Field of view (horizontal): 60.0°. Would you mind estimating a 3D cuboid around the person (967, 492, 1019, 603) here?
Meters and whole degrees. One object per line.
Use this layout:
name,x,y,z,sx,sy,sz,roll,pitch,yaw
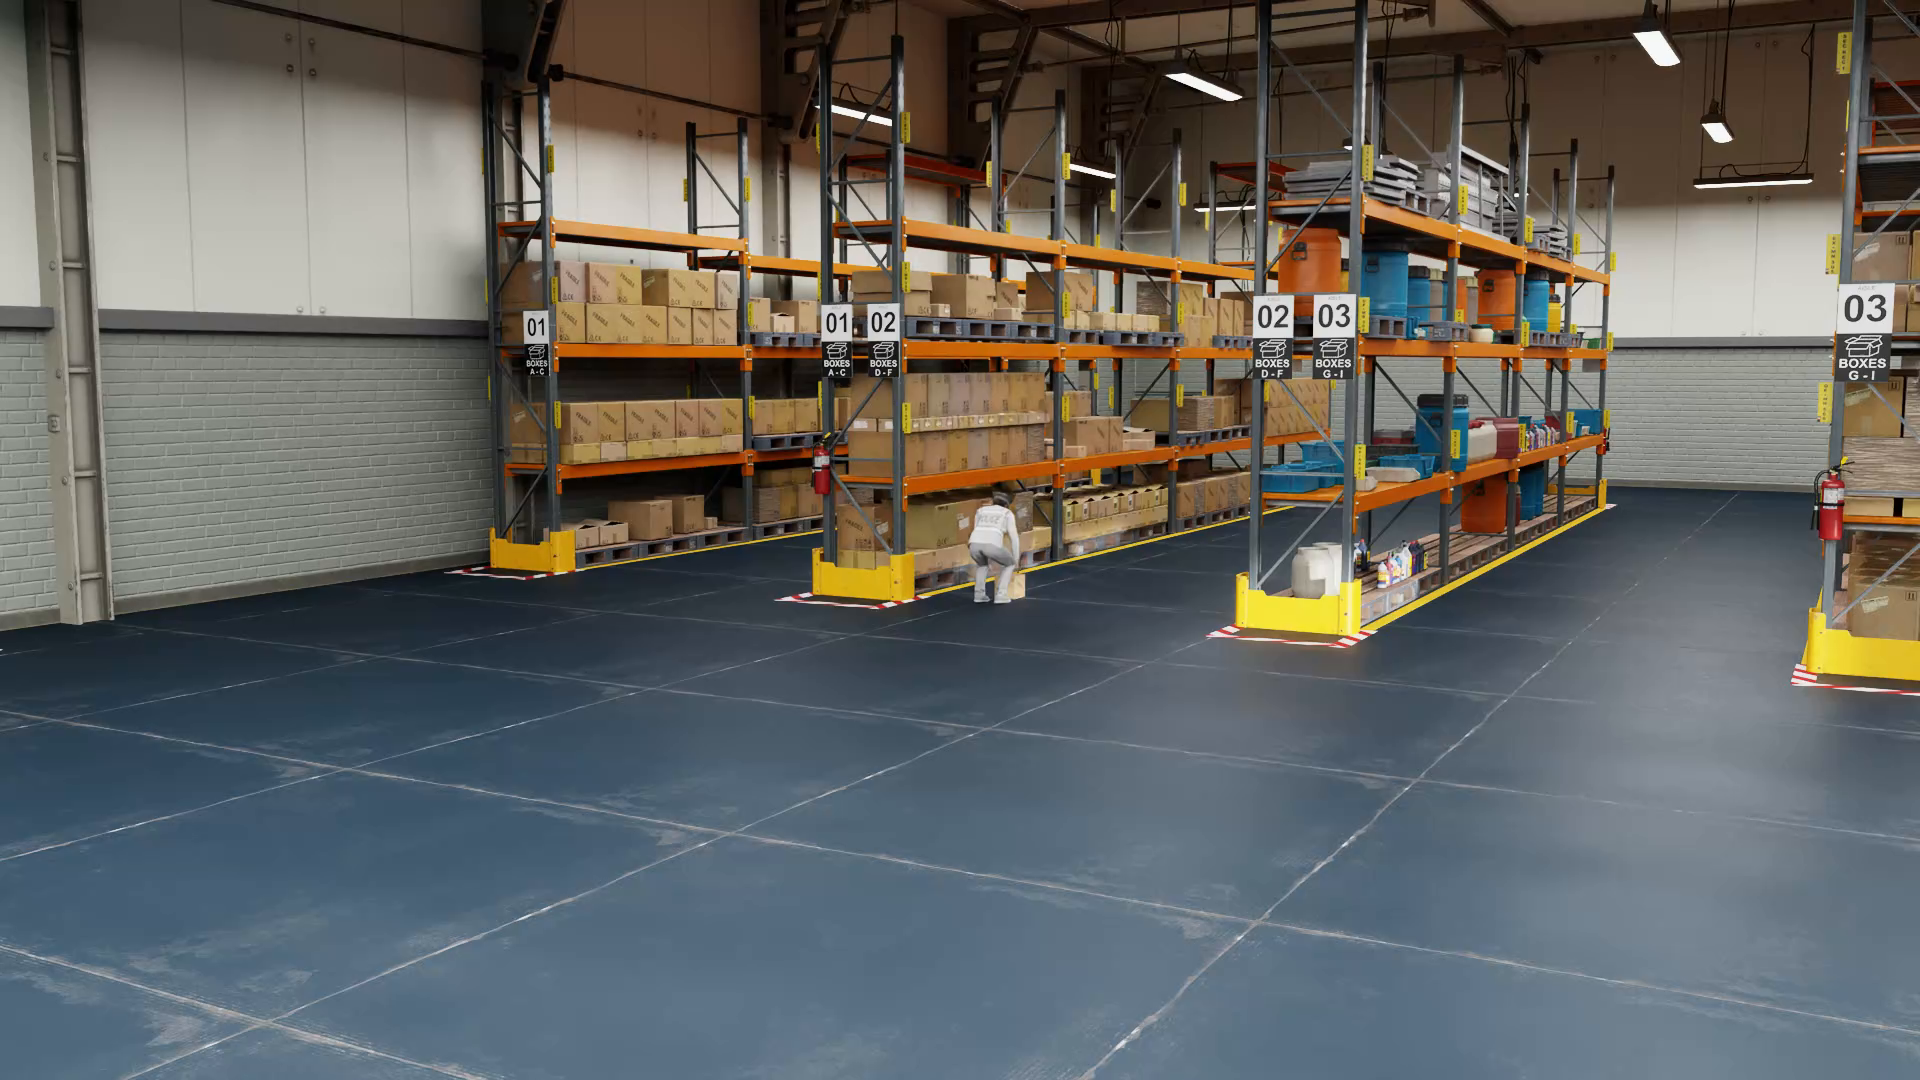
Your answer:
person,0.345,0.081,17.923,0.522,1.180,0.796,3,7,26
